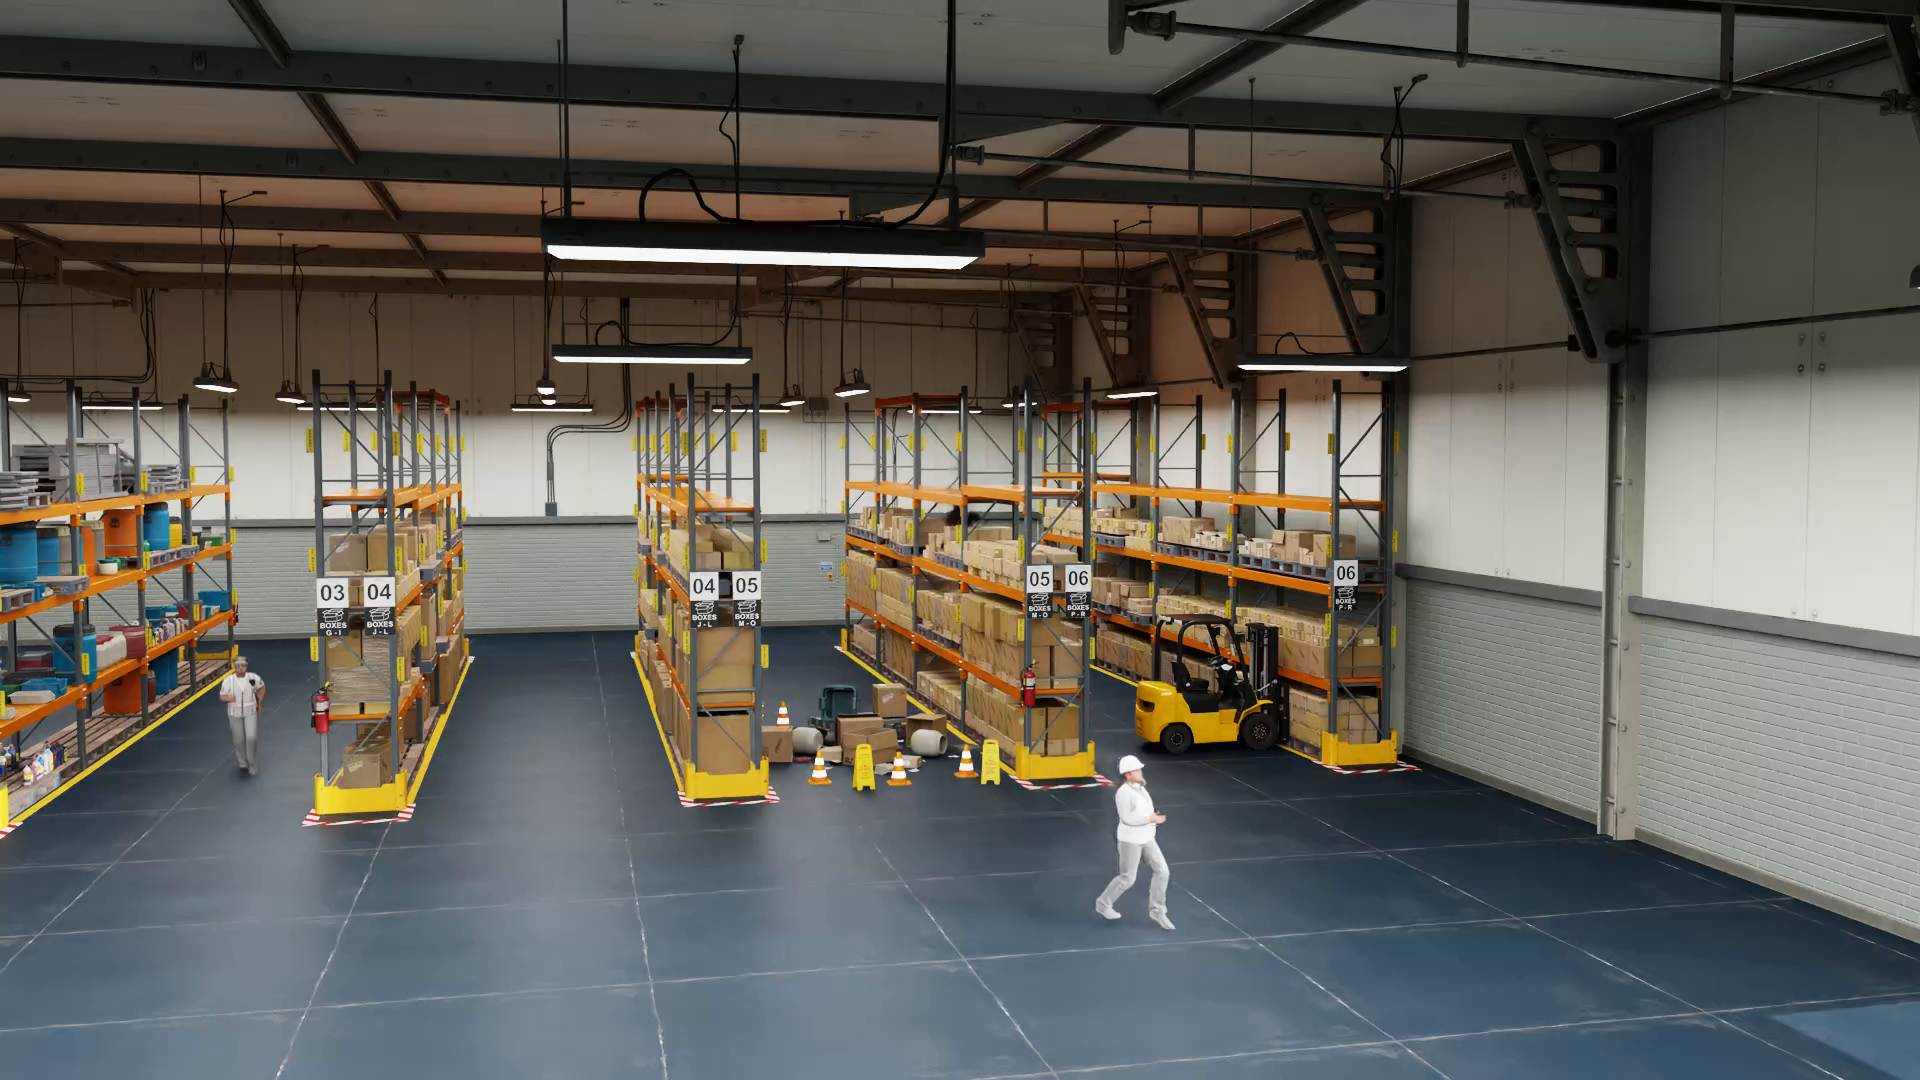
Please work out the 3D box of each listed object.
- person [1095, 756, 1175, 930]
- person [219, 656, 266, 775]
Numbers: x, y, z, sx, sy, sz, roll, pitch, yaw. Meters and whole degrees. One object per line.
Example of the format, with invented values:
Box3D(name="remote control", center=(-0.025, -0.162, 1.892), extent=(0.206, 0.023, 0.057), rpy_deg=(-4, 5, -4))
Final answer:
Box3D(name="person", center=(1.827, 3.136, 17.278), extent=(0.822, 1.809, 0.661), rpy_deg=(2, 4, 32))
Box3D(name="person", center=(-10.902, 2.675, 25.281), extent=(0.638, 1.839, 0.767), rpy_deg=(-1, 4, -21))
